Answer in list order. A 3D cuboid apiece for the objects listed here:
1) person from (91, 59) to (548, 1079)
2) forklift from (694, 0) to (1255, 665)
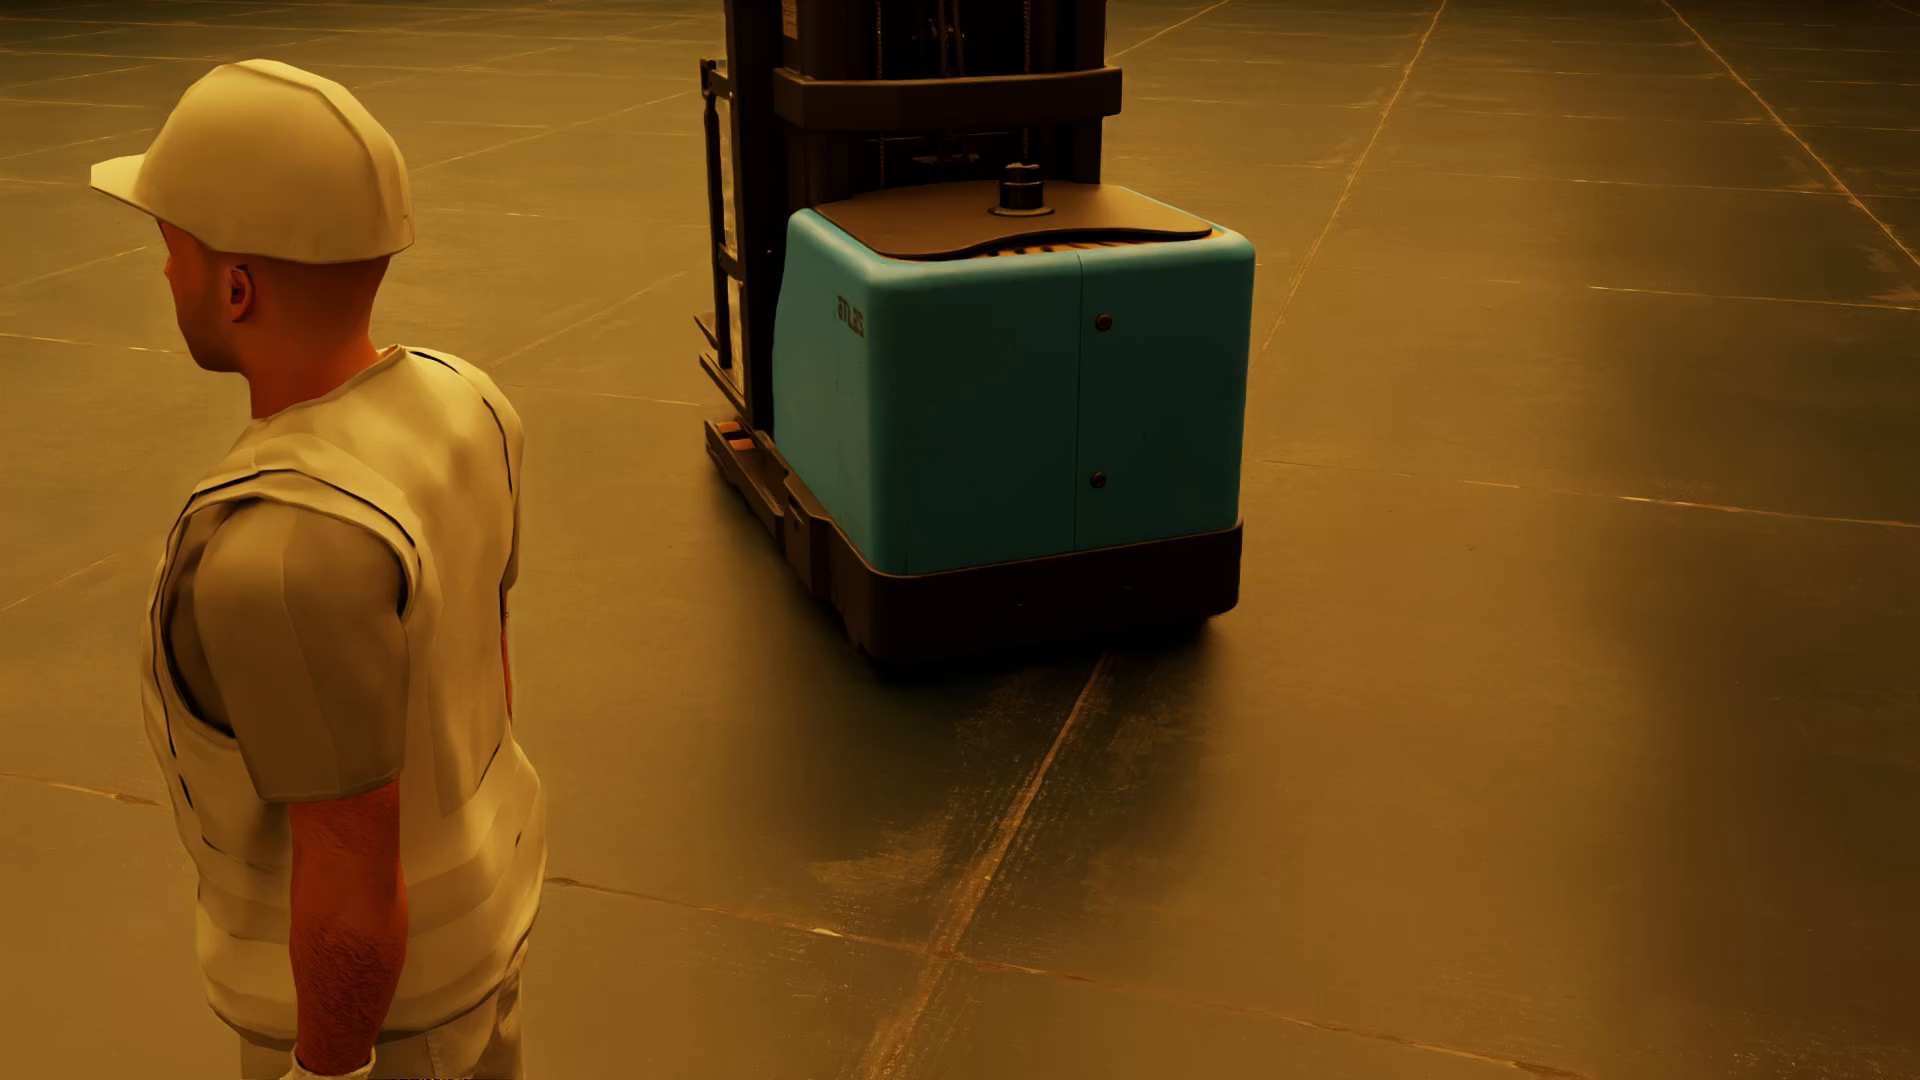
[{"bbox_3d":[-0.623,0.424,1.750,0.364,1.795,0.580,0,22,1],"label":"person"},{"bbox_3d":[-0.232,-1.574,5.093,1.130,2.935,3.031,-8,24,-19],"label":"forklift"}]
